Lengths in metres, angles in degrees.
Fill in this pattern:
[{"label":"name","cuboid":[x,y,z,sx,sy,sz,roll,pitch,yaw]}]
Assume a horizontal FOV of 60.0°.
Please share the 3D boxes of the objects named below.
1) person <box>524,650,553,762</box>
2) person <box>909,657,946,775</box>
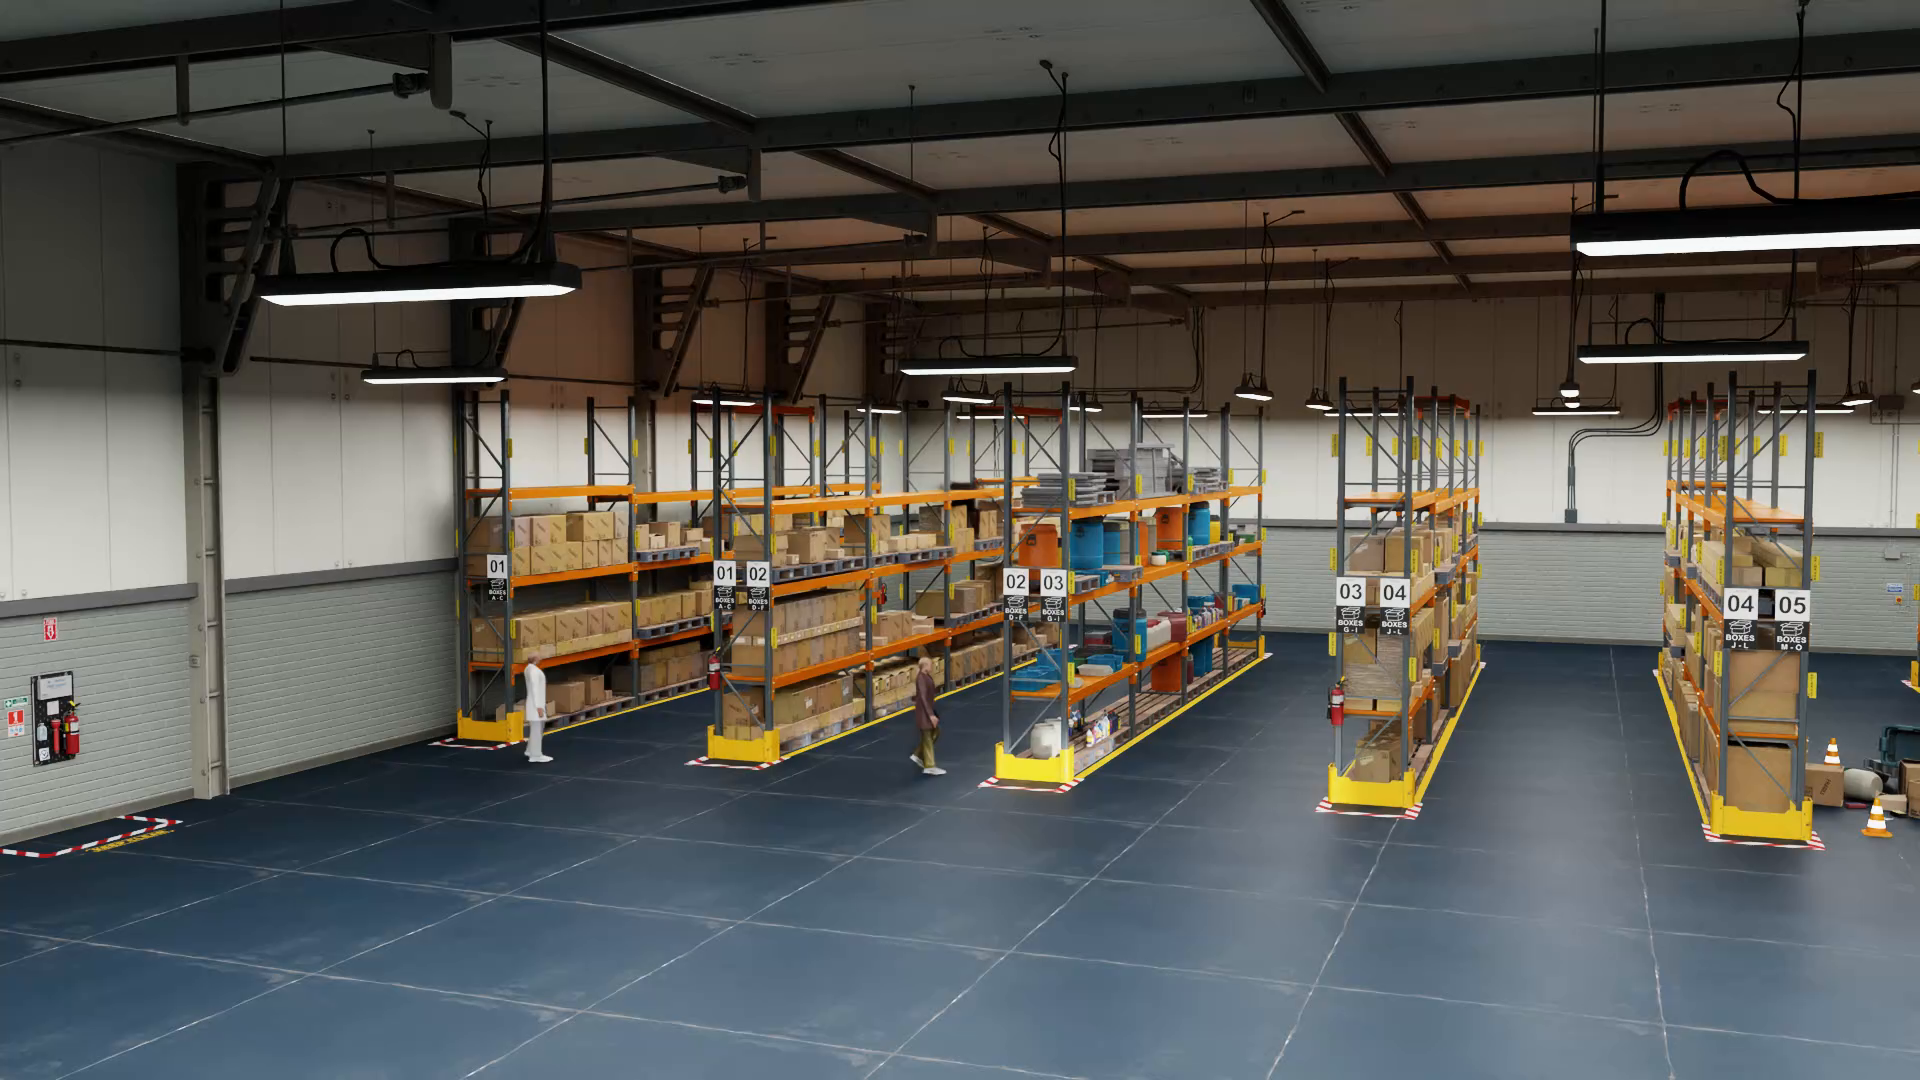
[{"label":"person","cuboid":[-6.754,2.670,26.594,0.465,1.823,0.648,-1,3,-10]},{"label":"person","cuboid":[-0.493,2.696,25.680,0.590,1.787,0.735,0,3,4]}]
